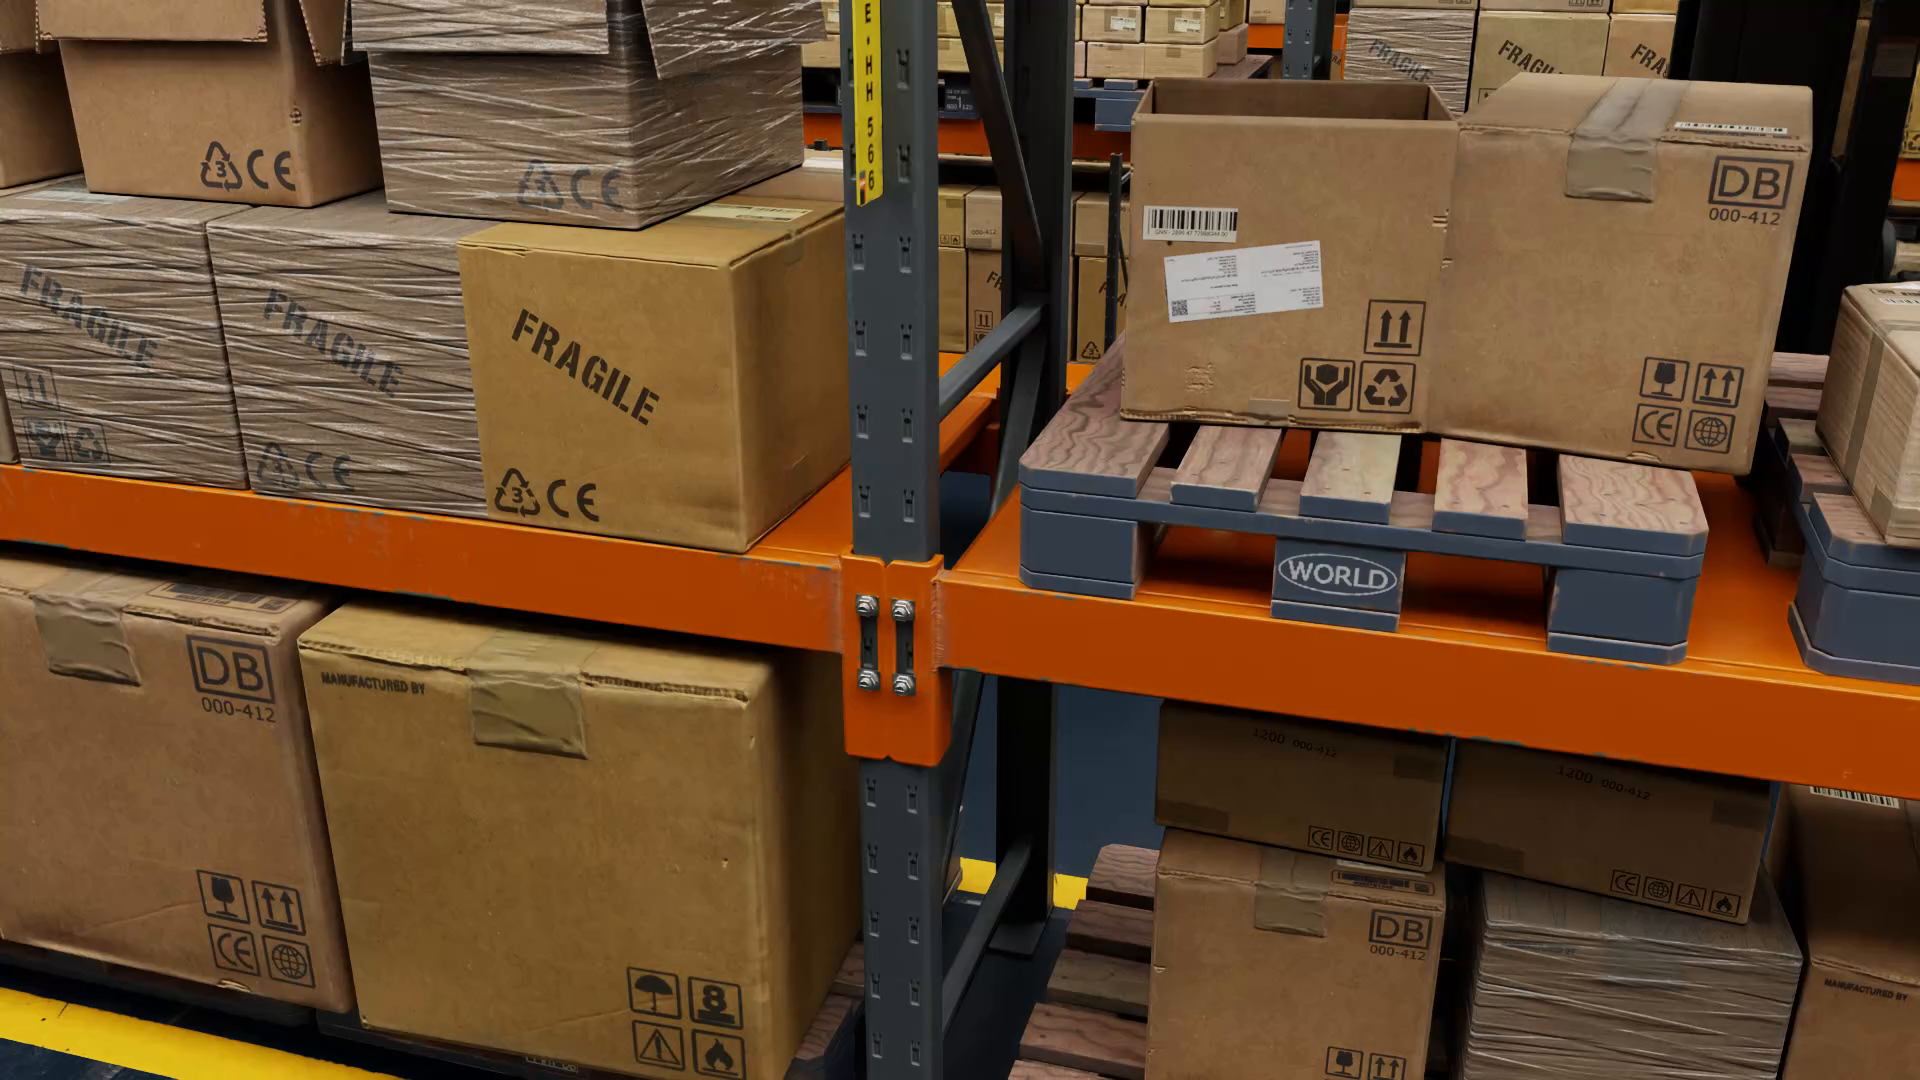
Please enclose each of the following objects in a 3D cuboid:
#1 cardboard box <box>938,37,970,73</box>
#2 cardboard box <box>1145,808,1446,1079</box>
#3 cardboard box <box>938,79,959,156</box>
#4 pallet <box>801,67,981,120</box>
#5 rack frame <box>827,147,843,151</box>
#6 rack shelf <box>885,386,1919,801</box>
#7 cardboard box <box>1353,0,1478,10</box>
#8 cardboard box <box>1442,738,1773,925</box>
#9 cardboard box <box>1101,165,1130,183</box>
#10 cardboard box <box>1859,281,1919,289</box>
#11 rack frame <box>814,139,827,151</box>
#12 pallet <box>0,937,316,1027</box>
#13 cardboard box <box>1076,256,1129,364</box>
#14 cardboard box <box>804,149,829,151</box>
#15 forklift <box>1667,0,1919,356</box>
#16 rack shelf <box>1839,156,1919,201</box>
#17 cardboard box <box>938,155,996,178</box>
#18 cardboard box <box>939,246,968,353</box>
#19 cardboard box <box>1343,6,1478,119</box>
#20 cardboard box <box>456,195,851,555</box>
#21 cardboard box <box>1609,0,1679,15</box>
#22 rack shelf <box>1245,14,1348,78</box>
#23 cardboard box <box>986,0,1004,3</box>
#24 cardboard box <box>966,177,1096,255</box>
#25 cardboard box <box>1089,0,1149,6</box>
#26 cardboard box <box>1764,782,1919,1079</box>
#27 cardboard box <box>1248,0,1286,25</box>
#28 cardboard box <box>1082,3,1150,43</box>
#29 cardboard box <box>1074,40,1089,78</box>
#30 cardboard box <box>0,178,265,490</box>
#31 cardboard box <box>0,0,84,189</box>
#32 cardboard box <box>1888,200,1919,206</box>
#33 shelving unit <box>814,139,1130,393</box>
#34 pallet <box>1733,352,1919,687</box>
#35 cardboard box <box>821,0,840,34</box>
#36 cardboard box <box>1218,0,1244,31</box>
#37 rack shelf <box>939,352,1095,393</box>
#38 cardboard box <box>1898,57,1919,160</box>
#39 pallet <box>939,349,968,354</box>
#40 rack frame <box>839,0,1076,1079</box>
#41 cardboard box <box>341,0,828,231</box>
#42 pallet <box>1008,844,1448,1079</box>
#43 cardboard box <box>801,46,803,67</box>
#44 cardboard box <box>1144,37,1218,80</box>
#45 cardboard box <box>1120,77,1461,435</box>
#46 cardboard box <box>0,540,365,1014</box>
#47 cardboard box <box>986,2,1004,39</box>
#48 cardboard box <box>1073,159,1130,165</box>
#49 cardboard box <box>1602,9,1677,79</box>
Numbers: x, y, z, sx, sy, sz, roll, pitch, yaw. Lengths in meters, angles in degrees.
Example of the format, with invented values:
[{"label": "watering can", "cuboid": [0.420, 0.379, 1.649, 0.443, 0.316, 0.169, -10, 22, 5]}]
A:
[{"label": "cardboard box", "cuboid": [-0.029, -2.183, 7.416, 0.250, 0.149, 0.380, 6, 23, 13]}, {"label": "cardboard box", "cuboid": [0.673, 0.706, 3.310, 0.500, 0.500, 0.700, 5, 23, 13]}, {"label": "cardboard box", "cuboid": [-0.324, -3.524, 13.156, 0.875, 0.875, 0.875, 7, 23, 17]}, {"label": "pallet", "cuboid": [-0.351, -2.217, 7.976, 1.213, 0.211, 1.003, 7, 23, 16]}, {"label": "rack frame", "cuboid": [-0.941, -4.352, 12.927, 0.127, 3.000, 1.000, 7, 23, 16]}, {"label": "rack shelf", "cuboid": [1.941, 0.239, 2.682, 4.000, 0.370, 1.077, 7, 23, 16]}, {"label": "cardboard box", "cuboid": [1.983, -2.560, 7.109, 0.500, 0.500, 0.700, 6, 23, 15]}, {"label": "cardboard box", "cuboid": [1.187, 0.410, 3.044, 0.500, 0.250, 0.500, 9, 24, 21]}, {"label": "cardboard box", "cuboid": [0.965, -1.652, 8.098, 0.500, 0.250, 0.500, 5, 23, 13]}, {"label": "cardboard box", "cuboid": [1.701, -0.360, 2.820, 0.258, 0.266, 0.396, 6, 23, 14]}, {"label": "rack frame", "cuboid": [-0.405, -0.740, 6.098, 0.032, 1.500, 0.500, 7, 23, 16]}, {"label": "pallet", "cuboid": [-1.871, 0.729, 4.215, 1.213, 0.211, 1.003, 7, 23, 16]}, {"label": "cardboard box", "cuboid": [0.850, -1.119, 7.786, 0.500, 0.500, 0.500, 6, 23, 15]}, {"label": "cardboard box", "cuboid": [-1.000, -1.876, 8.644, 0.500, 0.250, 0.500, 8, 24, 18]}, {"label": "forklift", "cuboid": [2.755, -0.957, 4.741, 3.031, 2.935, 1.130, 7, 23, 17]}, {"label": "rack shelf", "cuboid": [3.470, -1.552, 7.049, 4.000, 0.370, 1.077, 7, 23, 16]}, {"label": "cardboard box", "cuboid": [0.010, -1.767, 8.377, 0.500, 0.250, 0.500, 7, 23, 16]}, {"label": "cardboard box", "cuboid": [-0.157, -1.229, 8.055, 0.500, 0.500, 0.500, 5, 23, 13]}, {"label": "cardboard box", "cuboid": [1.907, -2.003, 7.069, 0.500, 0.500, 0.500, 7, 23, 16]}, {"label": "cardboard box", "cuboid": [-0.518, -0.323, 2.974, 0.500, 0.500, 0.500, 7, 23, 17]}, {"label": "cardboard box", "cuboid": [2.959, -2.450, 6.840, 0.500, 0.500, 0.700, 6, 23, 15]}, {"label": "rack shelf", "cuboid": [0.974, -3.800, 12.529, 4.000, 0.370, 1.077, 7, 23, 16]}, {"label": "cardboard box", "cuboid": [0.207, -2.429, 7.234, 0.250, 0.149, 0.380, 7, 23, 17]}, {"label": "cardboard box", "cuboid": [0.339, -1.520, 7.775, 0.500, 0.250, 0.500, 7, 23, 16]}, {"label": "cardboard box", "cuboid": [0.714, -2.373, 7.096, 0.250, 0.149, 0.380, 6, 23, 15]}, {"label": "cardboard box", "cuboid": [1.753, 0.822, 3.028, 0.500, 0.500, 0.700, 9, 24, 20]}, {"label": "cardboard box", "cuboid": [2.330, -3.805, 11.792, 0.500, 0.250, 0.500, 6, 23, 14]}, {"label": "cardboard box", "cuboid": [0.695, -2.237, 7.157, 0.250, 0.149, 0.380, 7, 23, 18]}, {"label": "cardboard box", "cuboid": [0.467, -2.125, 7.276, 0.250, 0.149, 0.380, 7, 23, 16]}, {"label": "cardboard box", "cuboid": [-1.492, -0.436, 3.248, 0.500, 0.500, 0.500, 6, 23, 14]}, {"label": "cardboard box", "cuboid": [-1.936, -1.053, 3.431, 0.637, 0.503, 0.797, 7, 23, 17]}, {"label": "cardboard box", "cuboid": [6.215, -2.510, 11.346, 0.625, 0.372, 0.950, 7, 23, 16]}, {"label": "shelving unit", "cuboid": [0.073, -0.686, 5.965, 1.083, 1.500, 0.587, 7, 23, 16]}, {"label": "pallet", "cuboid": [1.933, -0.022, 2.624, 1.213, 0.211, 1.003, 7, 23, 16]}, {"label": "cardboard box", "cuboid": [-0.532, -2.377, 7.498, 0.250, 0.149, 0.380, 6, 23, 14]}, {"label": "cardboard box", "cuboid": [1.151, -2.446, 7.665, 0.250, 0.149, 0.380, 8, 24, 18]}, {"label": "rack shelf", "cuboid": [0.082, -0.518, 6.031, 1.000, 0.185, 0.538, 7, 23, 16]}, {"label": "cardboard box", "cuboid": [3.841, -1.783, 6.531, 0.500, 0.500, 0.500, 7, 23, 16]}, {"label": "pallet", "cuboid": [-0.356, -1.034, 8.514, 1.213, 0.211, 1.003, 7, 23, 16]}, {"label": "rack frame", "cuboid": [0.026, -0.313, 3.080, 0.127, 3.000, 1.000, 7, 23, 16]}, {"label": "cardboard box", "cuboid": [-0.669, -0.909, 3.081, 0.637, 0.503, 0.797, 7, 23, 17]}, {"label": "pallet", "cuboid": [0.774, 1.063, 3.399, 1.213, 0.211, 1.003, 7, 23, 16]}, {"label": "cardboard box", "cuboid": [-0.778, -2.269, 7.627, 0.250, 0.149, 0.380, 6, 23, 15]}, {"label": "cardboard box", "cuboid": [0.951, -2.069, 7.139, 0.250, 0.149, 0.380, 7, 23, 16]}, {"label": "cardboard box", "cuboid": [0.555, -0.509, 2.873, 0.500, 0.500, 0.500, 4, 23, 9]}, {"label": "cardboard box", "cuboid": [-1.480, 0.292, 3.852, 0.875, 0.875, 1.225, 7, 23, 16]}, {"label": "cardboard box", "cuboid": [0.203, -2.292, 7.292, 0.250, 0.149, 0.380, 7, 23, 16]}, {"label": "cardboard box", "cuboid": [1.399, -3.330, 12.682, 0.875, 0.875, 0.875, 7, 23, 16]}, {"label": "cardboard box", "cuboid": [2.878, -1.893, 6.800, 0.500, 0.500, 0.500, 7, 23, 15]}]
